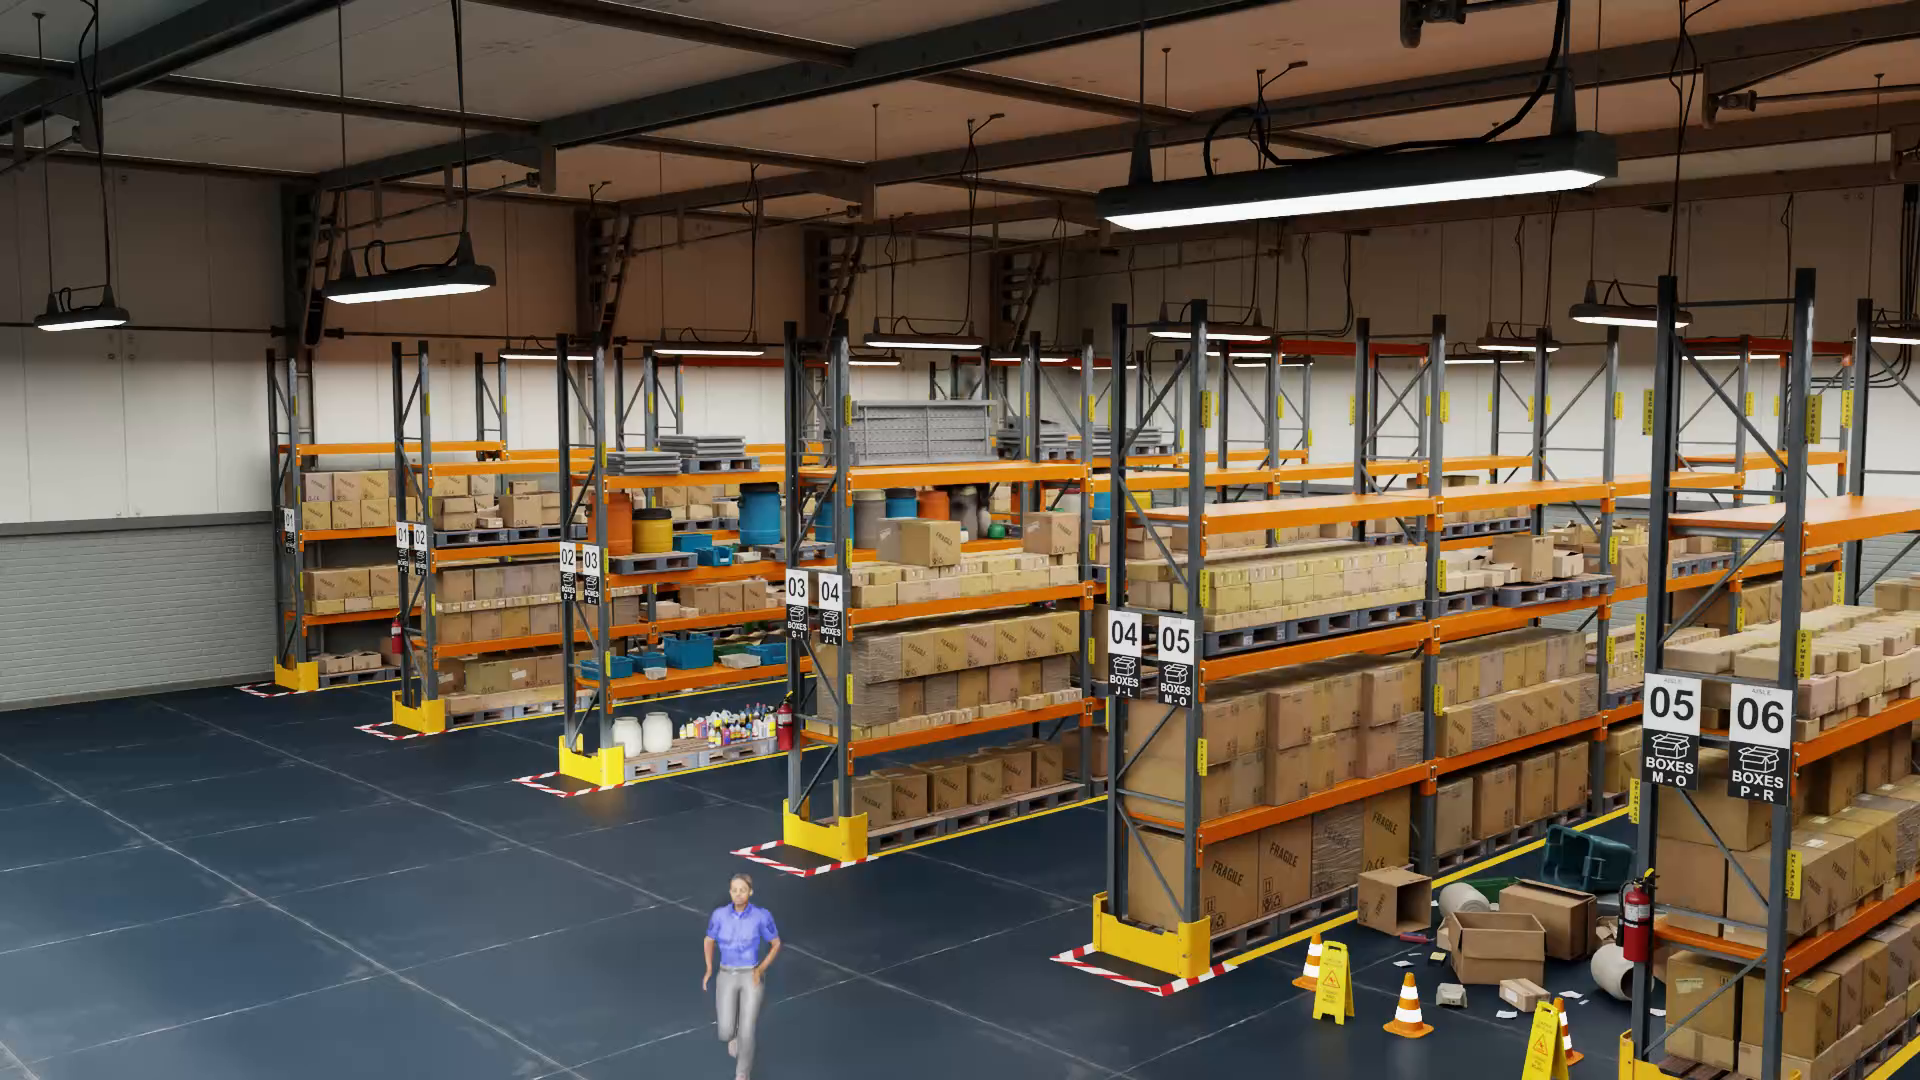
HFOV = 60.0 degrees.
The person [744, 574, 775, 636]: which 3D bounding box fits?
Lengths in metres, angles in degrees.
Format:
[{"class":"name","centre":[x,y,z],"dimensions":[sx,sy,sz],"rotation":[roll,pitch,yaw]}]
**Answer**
[{"class":"person","centre":[-4.120,1.349,33.927],"dimensions":[0.631,1.779,0.954],"rotation":[3,6,33]}]

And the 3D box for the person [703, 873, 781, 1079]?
[{"class":"person","centre":[-1.637,3.291,12.481],"dimensions":[0.588,1.613,0.567],"rotation":[0,5,2]}]
